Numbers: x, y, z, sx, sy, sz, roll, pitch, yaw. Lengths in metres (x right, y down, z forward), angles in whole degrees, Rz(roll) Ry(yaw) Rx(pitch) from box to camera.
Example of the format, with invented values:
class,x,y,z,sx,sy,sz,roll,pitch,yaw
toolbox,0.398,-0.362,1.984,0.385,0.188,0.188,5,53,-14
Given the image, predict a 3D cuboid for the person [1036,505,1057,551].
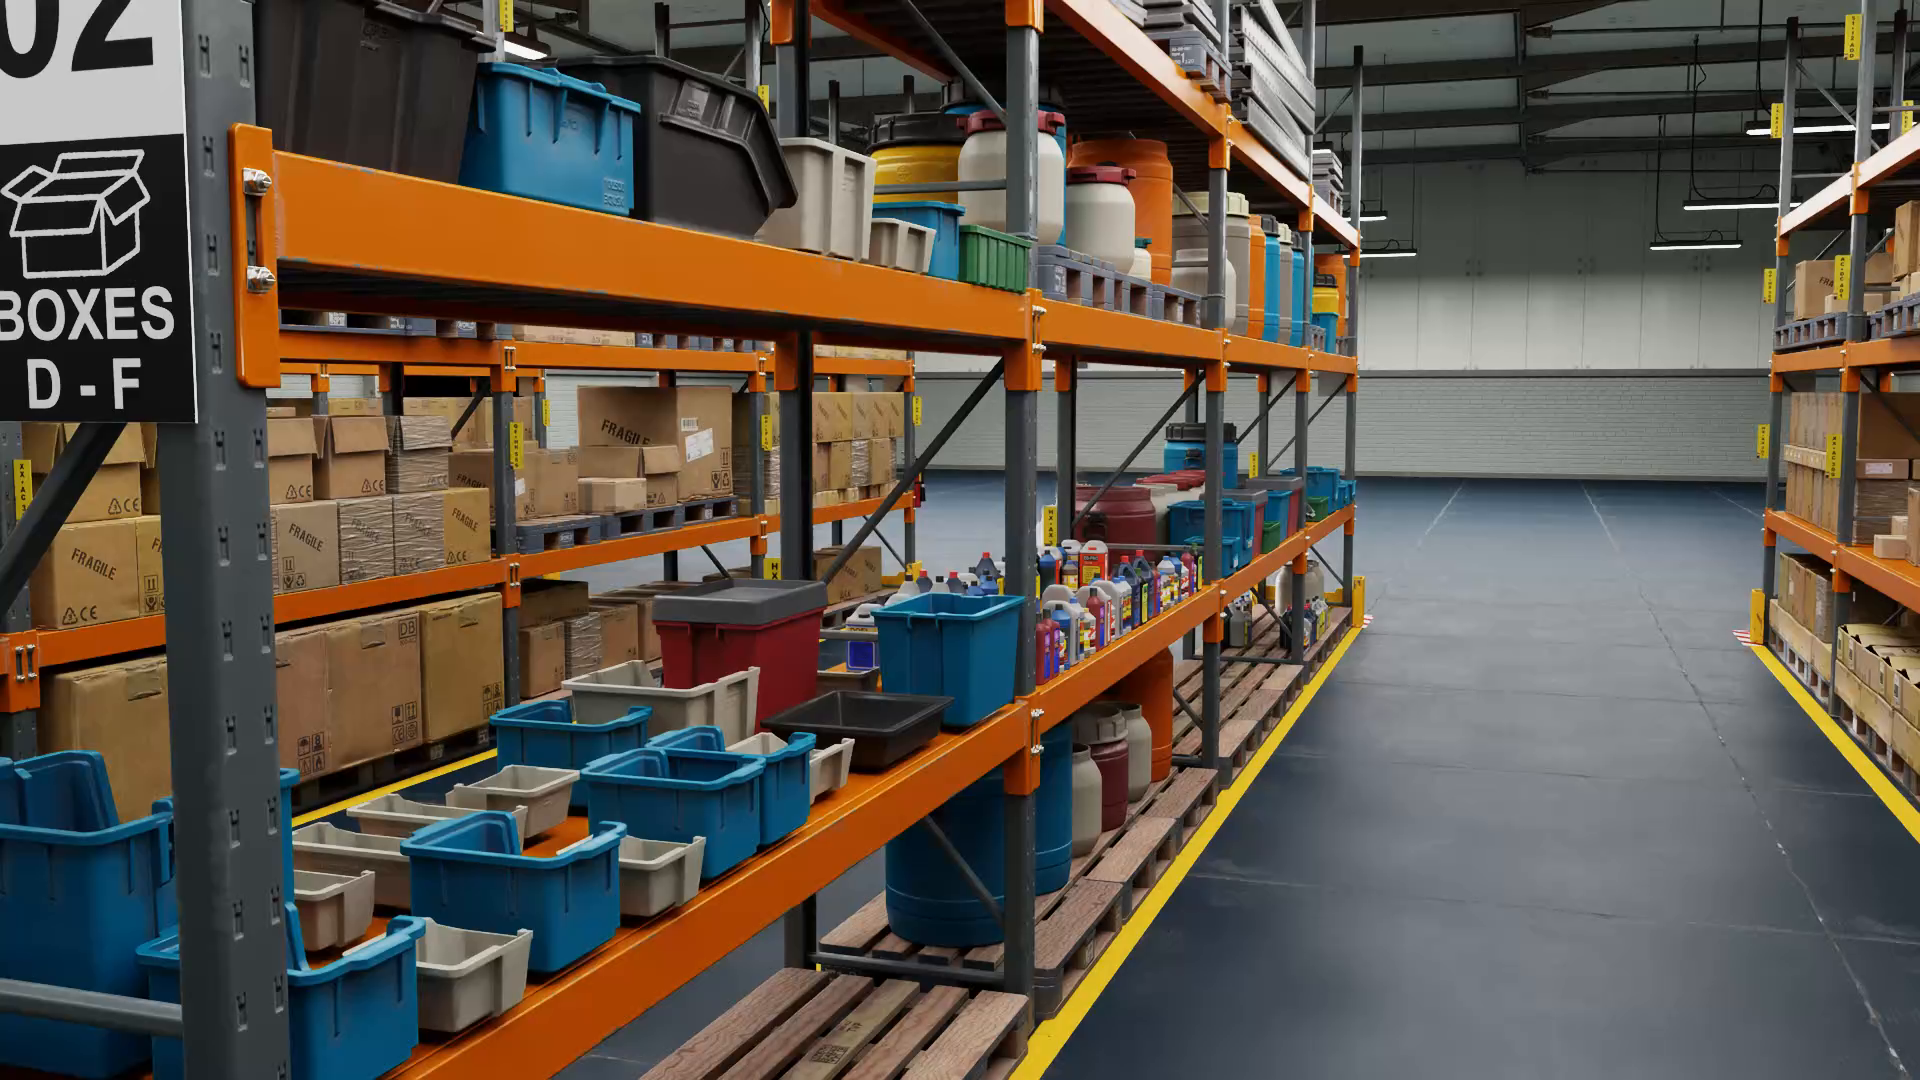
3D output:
class,x,y,z,sx,sy,sz,roll,pitch,yaw
person,1.148,0.104,18.507,0.718,1.425,0.630,2,5,19
